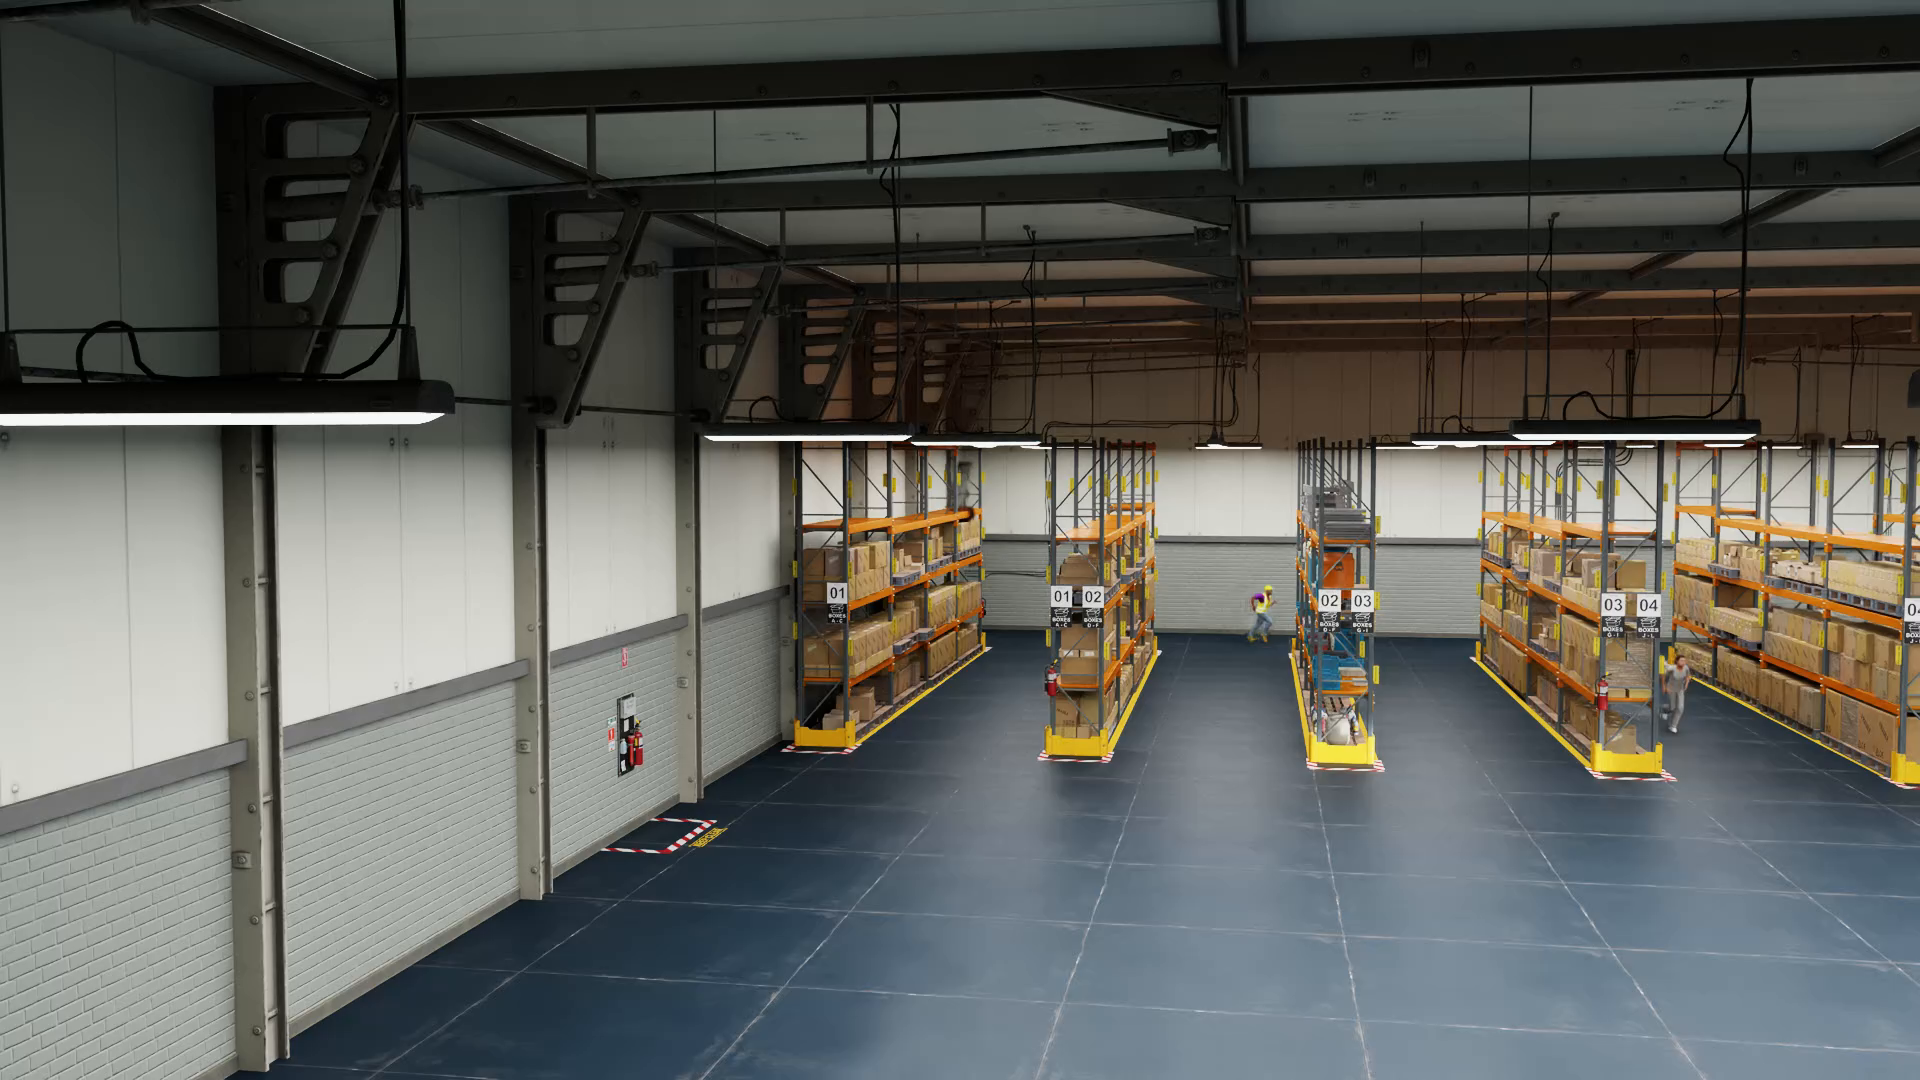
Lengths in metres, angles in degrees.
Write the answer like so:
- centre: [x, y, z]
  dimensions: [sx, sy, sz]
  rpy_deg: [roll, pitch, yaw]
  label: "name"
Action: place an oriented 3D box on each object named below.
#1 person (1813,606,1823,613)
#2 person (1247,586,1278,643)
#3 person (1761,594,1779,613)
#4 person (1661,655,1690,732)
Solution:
- centre: [23.405, 2.476, 45.304]
  dimensions: [0.651, 1.733, 0.673]
  rpy_deg: [1, 3, 12]
  label: "person"
- centre: [9.065, 2.222, 49.926]
  dimensions: [0.924, 1.725, 0.684]
  rpy_deg: [2, 3, 28]
  label: "person"
- centre: [22.772, 2.385, 46.885]
  dimensions: [0.833, 1.767, 0.723]
  rpy_deg: [-1, 3, -18]
  label: "person"
- centre: [14.706, 3.134, 34.257]
  dimensions: [0.559, 1.613, 0.783]
  rpy_deg: [0, 3, -7]
  label: "person"
